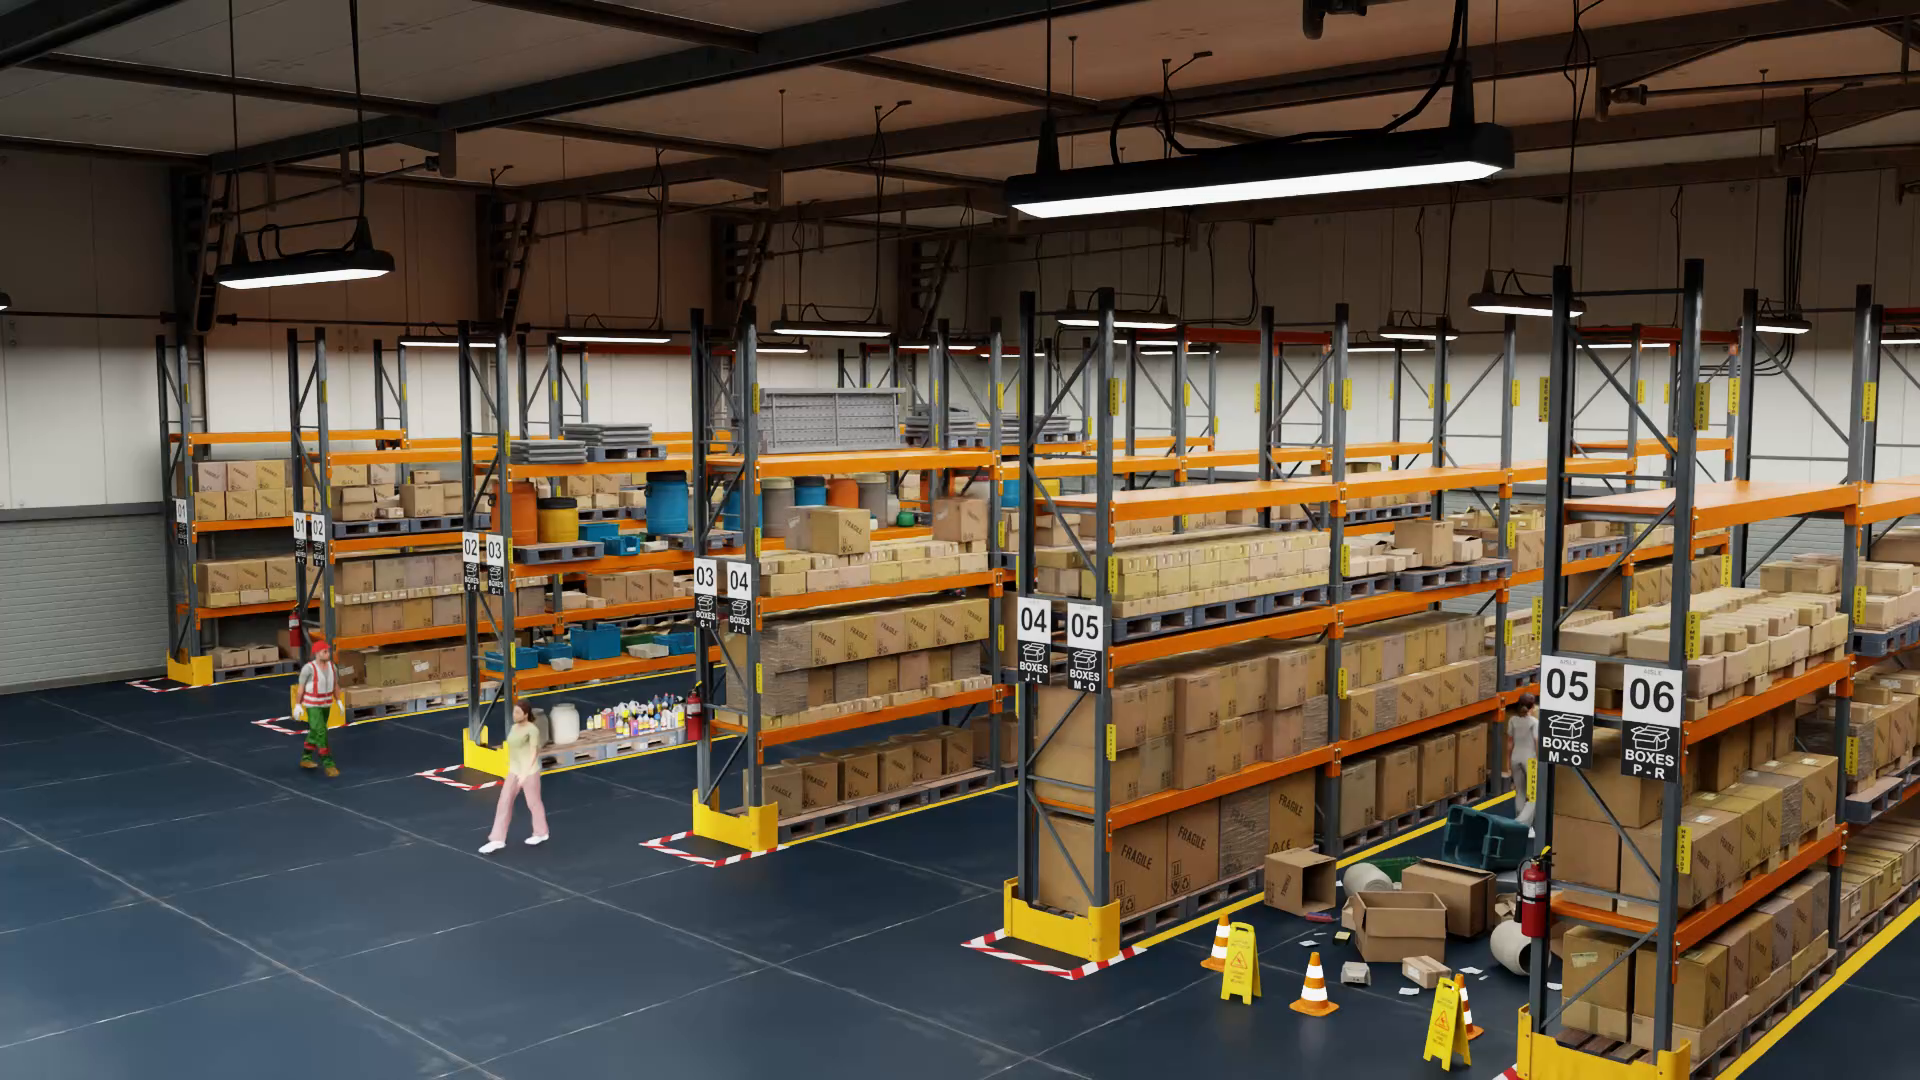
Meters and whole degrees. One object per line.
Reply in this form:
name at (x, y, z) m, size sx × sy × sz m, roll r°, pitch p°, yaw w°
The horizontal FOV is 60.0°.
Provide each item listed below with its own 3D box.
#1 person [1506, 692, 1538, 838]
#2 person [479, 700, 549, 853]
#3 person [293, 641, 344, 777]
person at (6.429, 2.565, 18.915) m, size 0.515 × 1.669 × 0.498 m, roll -4°, pitch 7°, yaw -39°
person at (-4.908, 2.599, 18.417) m, size 0.469 × 1.642 × 0.830 m, roll 3°, pitch 6°, yaw 30°
person at (-8.473, 2.205, 22.079) m, size 0.901 × 1.752 × 0.589 m, roll 3°, pitch 6°, yaw 29°
